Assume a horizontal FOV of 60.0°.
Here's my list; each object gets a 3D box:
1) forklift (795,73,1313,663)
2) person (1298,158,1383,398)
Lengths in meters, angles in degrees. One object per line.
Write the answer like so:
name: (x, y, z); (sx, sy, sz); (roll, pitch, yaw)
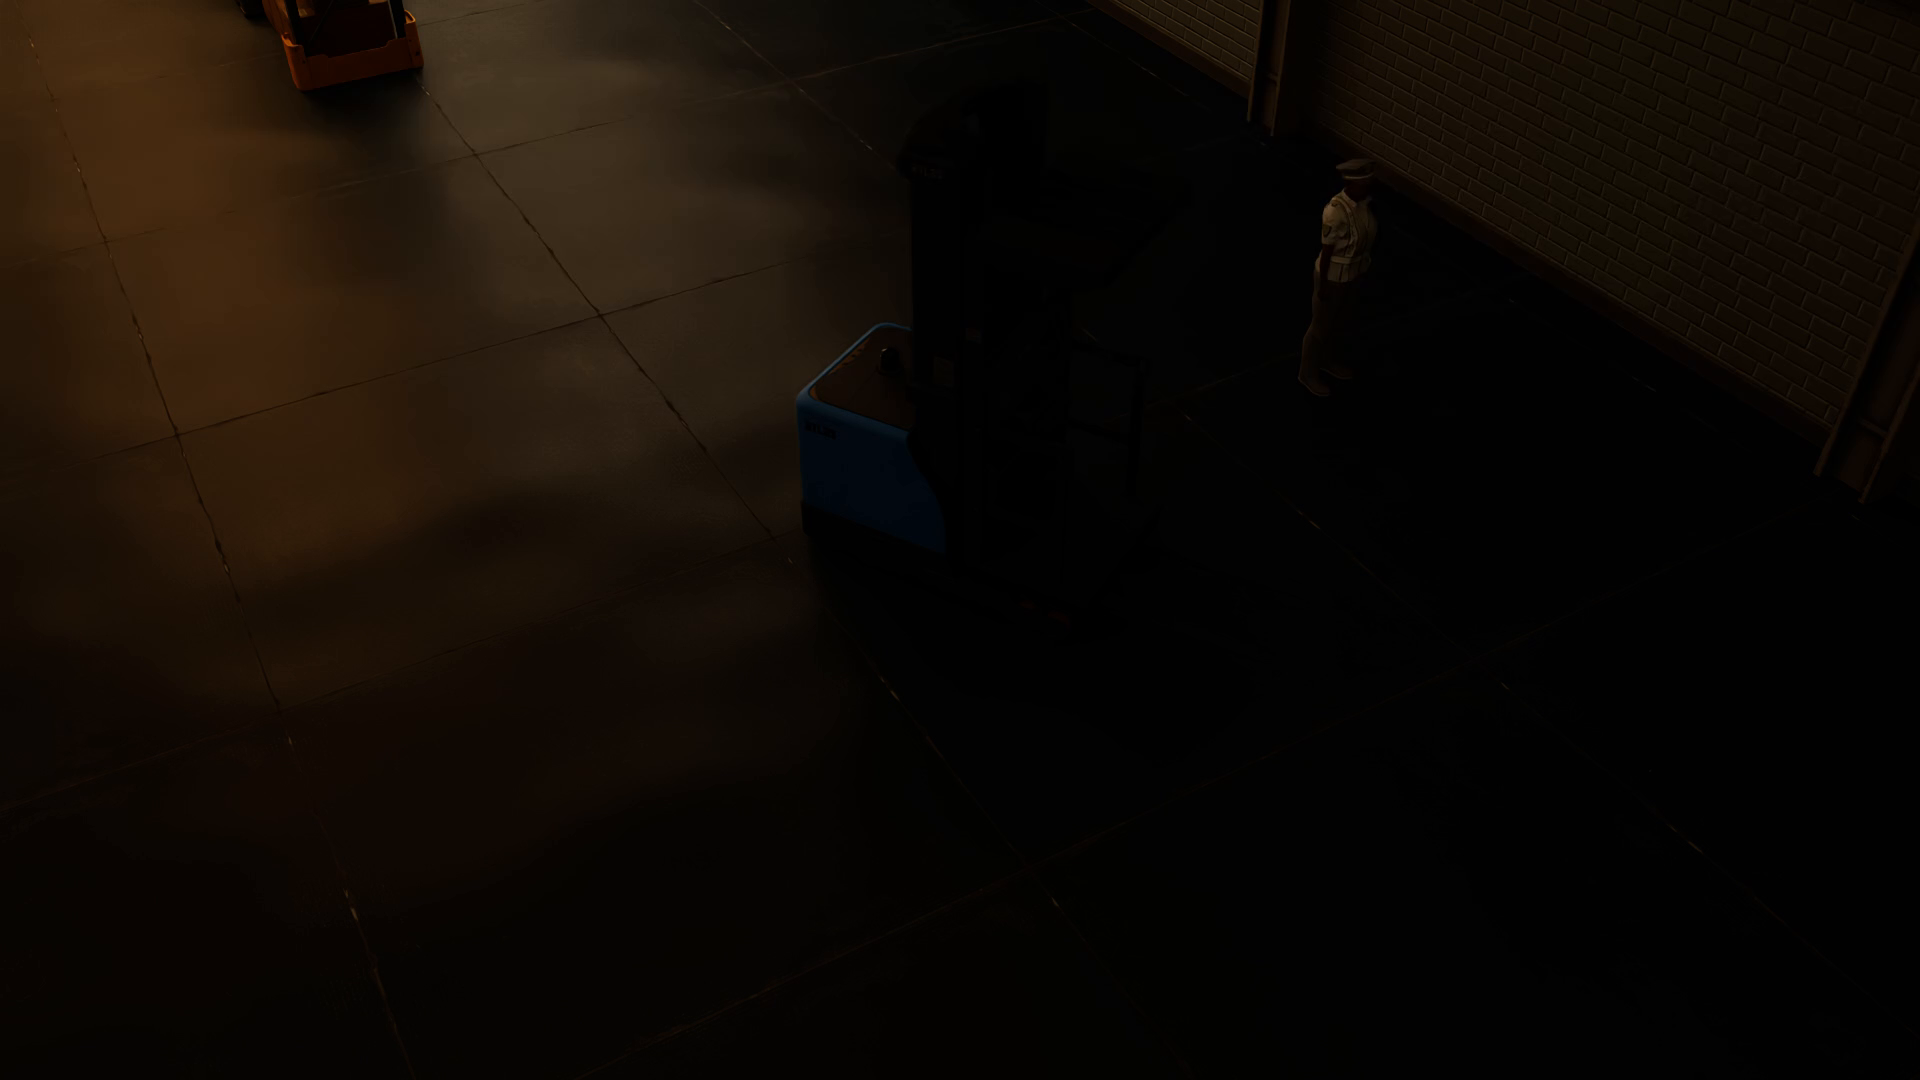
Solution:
forklift: (0.560, -0.941, 9.171); (3.031, 2.935, 1.130); (20, 44, 22)
person: (2.565, -1.788, 11.168); (0.448, 1.690, 0.338); (-32, 49, -33)
